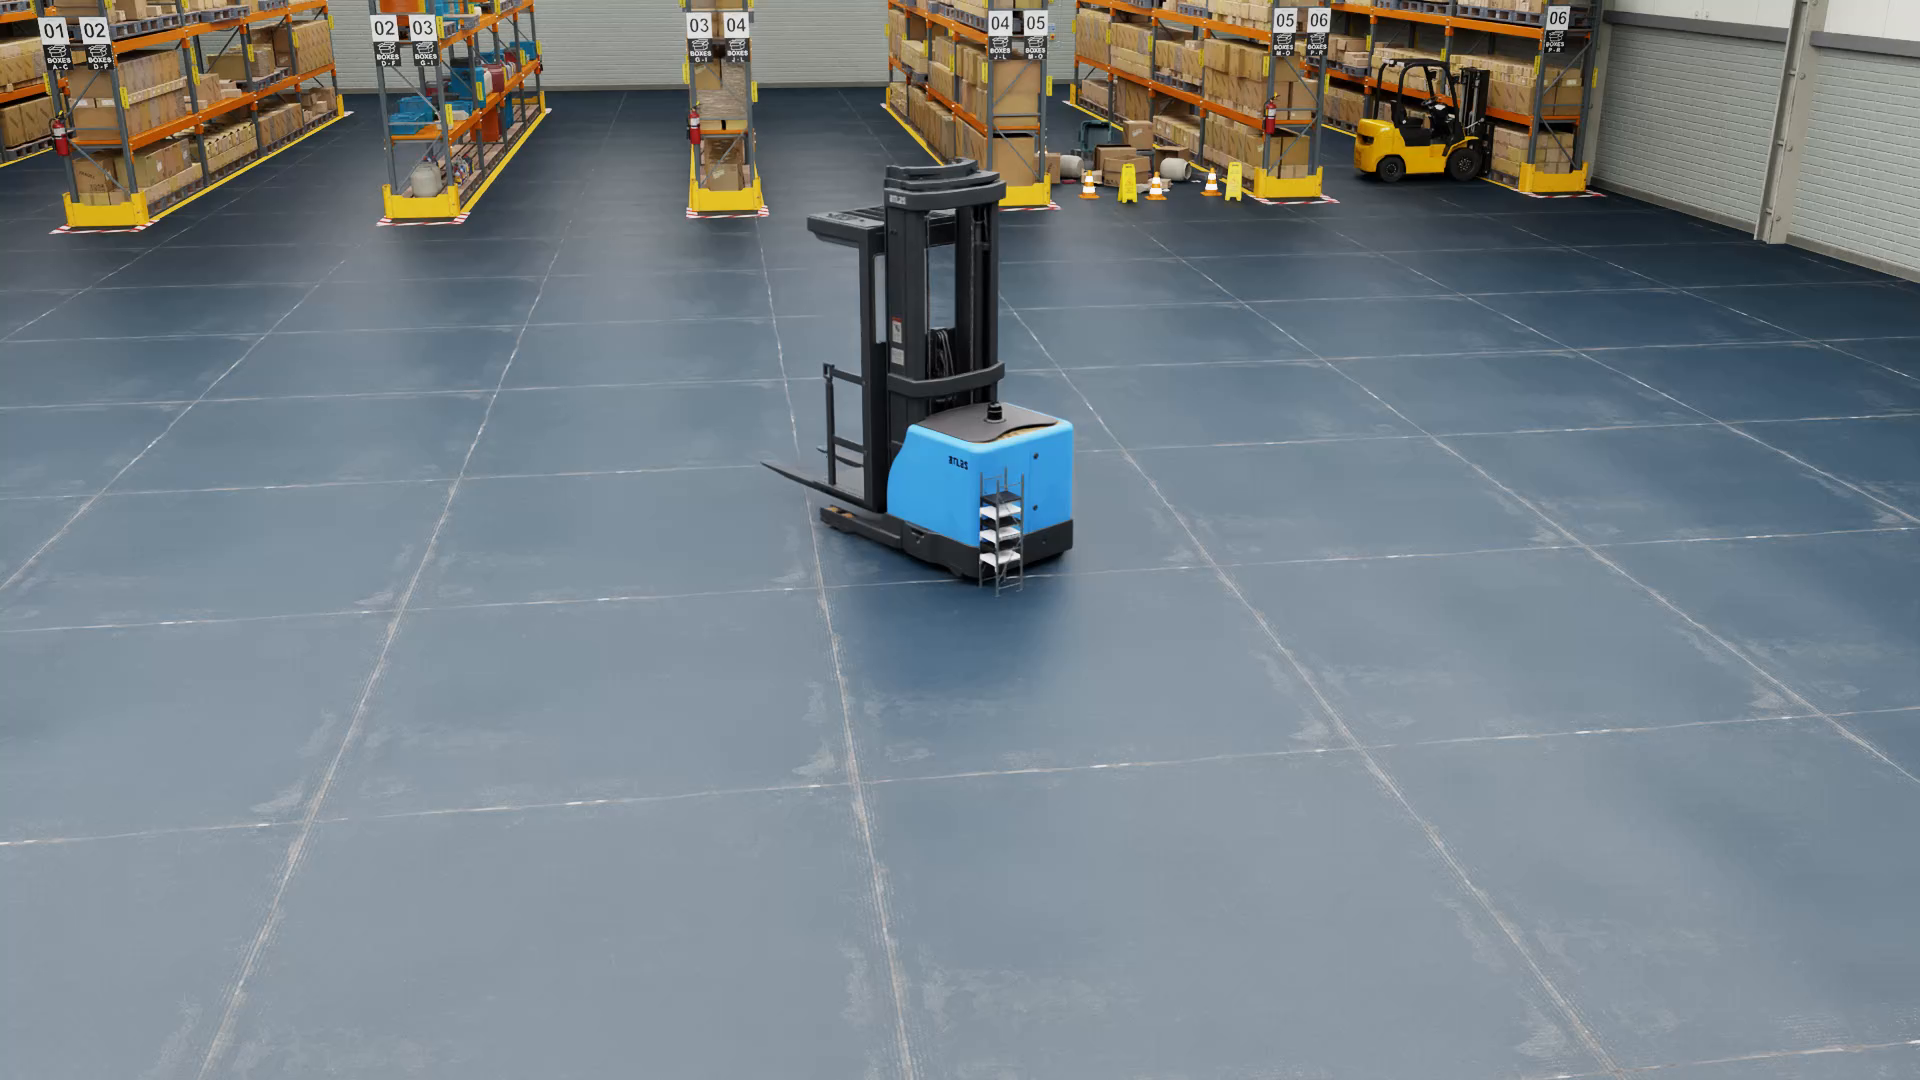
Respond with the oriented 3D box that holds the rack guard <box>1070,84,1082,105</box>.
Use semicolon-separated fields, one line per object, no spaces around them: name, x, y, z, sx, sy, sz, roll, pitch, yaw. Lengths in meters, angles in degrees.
rack guard;3.535;-11.899;44.361;1.175;0.500;0.348;-3;21;-8

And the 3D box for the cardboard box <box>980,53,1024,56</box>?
cardboard box;0.829;-8.330;29.476;0.875;0.550;0.550;-3;21;-8

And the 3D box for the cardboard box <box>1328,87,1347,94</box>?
cardboard box;9.031;-10.758;39.777;0.380;0.149;0.250;-3;21;-8

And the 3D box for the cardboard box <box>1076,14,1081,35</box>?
cardboard box;3.325;-13.396;43.225;0.500;0.500;0.500;-3;21;-9

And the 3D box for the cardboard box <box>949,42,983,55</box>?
cardboard box;0.158;-9.662;33.227;0.700;0.500;0.500;-3;21;-7

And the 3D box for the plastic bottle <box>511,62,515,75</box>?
plastic bottle;-10.138;-10.675;37.676;0.061;0.283;0.133;-3;21;-8

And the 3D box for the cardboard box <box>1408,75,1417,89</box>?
cardboard box;9.728;-9.597;34.838;0.500;0.250;0.500;-3;21;-7

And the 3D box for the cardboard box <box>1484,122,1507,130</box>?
cardboard box;10.153;-7.821;31.770;0.500;0.250;0.500;-3;21;-9

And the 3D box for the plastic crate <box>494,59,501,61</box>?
plastic crate;-11.142;-11.420;39.795;0.293;0.136;0.466;-3;21;-8

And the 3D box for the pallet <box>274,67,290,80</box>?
pallet;-15.488;-10.307;36.798;1.003;0.211;1.213;-3;21;-8

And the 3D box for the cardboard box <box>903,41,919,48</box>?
cardboard box;-1.121;-11.494;38.612;0.380;0.149;0.250;-2;21;-6

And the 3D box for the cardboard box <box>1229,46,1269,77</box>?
cardboard box;5.314;-8.690;30.197;0.700;0.500;0.500;-3;21;-8

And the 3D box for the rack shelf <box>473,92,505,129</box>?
rack shelf;-9.728;-8.513;32.750;1.077;0.370;4.000;-3;21;-8

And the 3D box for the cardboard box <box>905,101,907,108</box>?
cardboard box;-1.129;-10.486;40.053;0.380;0.149;0.250;-3;21;-7

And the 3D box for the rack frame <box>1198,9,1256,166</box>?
rack frame;5.268;-8.907;32.777;1.000;3.000;0.127;-3;21;-8

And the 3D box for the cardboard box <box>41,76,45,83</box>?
cardboard box;-19.919;-9.950;35.899;0.380;0.149;0.250;-3;21;-8

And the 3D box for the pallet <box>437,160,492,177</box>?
pallet;-9.592;-7.121;31.980;1.003;0.211;1.213;-3;21;-8

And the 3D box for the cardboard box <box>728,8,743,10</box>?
cardboard box;-3.842;-8.925;28.182;0.380;0.149;0.250;-2;21;-6

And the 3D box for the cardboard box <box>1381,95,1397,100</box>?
cardboard box;9.836;-10.069;37.935;0.380;0.149;0.250;-2;21;-5

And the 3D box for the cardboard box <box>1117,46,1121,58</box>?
cardboard box;4.002;-11.495;39.206;0.500;0.250;0.500;-3;21;-7

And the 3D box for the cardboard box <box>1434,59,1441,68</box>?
cardboard box;9.855;-9.705;33.843;0.380;0.149;0.250;-3;21;-9

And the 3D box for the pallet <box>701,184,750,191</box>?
pallet;-4.055;-6.025;29.047;1.003;0.211;1.213;-3;21;-8

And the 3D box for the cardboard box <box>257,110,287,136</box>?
cardboard box;-14.930;-9.036;36.067;0.500;0.500;0.500;-4;21;-10

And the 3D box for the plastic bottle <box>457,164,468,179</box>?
plastic bottle;-8.968;-6.644;29.983;0.152;0.276;0.135;-3;21;-7

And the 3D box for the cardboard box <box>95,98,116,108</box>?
cardboard box;-13.609;-7.021;26.658;0.380;0.149;0.250;-3;21;-8

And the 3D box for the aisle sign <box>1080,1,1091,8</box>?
aisle sign;3.241;-14.290;43.474;0.394;0.787;0.004;-3;21;-8

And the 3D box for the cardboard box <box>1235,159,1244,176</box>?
cardboard box;5.395;-6.877;30.671;0.500;0.250;0.500;-3;21;-8

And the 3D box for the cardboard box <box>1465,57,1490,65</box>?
cardboard box;10.104;-9.350;32.467;0.380;0.149;0.250;-3;21;-9

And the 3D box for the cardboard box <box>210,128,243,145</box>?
cardboard box;-14.448;-7.942;32.720;0.500;0.311;0.500;-3;21;-8

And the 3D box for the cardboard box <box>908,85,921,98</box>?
cardboard box;-0.924;-10.500;38.943;0.500;0.250;0.500;-4;21;-10

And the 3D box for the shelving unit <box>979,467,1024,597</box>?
shelving unit;0.302;-0.057;12.081;0.258;0.900;0.210;-14;25;-32

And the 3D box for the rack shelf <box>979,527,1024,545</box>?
rack shelf;0.302;-0.026;12.093;0.258;0.077;0.200;-14;25;-32

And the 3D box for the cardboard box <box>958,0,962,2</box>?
cardboard box;0.252;-9.982;30.414;0.500;0.250;0.500;-3;21;-8

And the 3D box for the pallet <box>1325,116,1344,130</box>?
pallet;9.360;-9.919;39.472;1.003;0.211;1.213;-3;21;-8

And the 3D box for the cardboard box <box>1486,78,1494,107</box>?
cardboard box;10.202;-8.509;31.568;0.500;0.500;0.500;-3;21;-7

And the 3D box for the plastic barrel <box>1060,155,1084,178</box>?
plastic barrel;2.065;-7.100;31.621;0.512;0.421;0.421;12;24;30

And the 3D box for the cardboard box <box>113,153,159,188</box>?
cardboard box;-13.697;-6.154;27.663;0.500;0.500;0.500;-3;21;-8

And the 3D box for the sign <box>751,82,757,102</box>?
sign;-3.425;-7.455;27.653;0.100;0.325;0.005;-3;21;-8

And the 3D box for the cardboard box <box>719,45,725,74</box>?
cardboard box;-4.202;-8.920;30.814;0.500;0.500;0.500;-3;21;-8

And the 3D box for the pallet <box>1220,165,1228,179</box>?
pallet;5.579;-6.947;31.514;1.003;0.211;1.213;-3;21;-8

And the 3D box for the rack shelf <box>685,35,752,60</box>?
rack shelf;-4.250;-8.783;29.186;1.077;0.370;4.000;-3;21;-8

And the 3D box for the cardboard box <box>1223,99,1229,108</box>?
cardboard box;5.171;-8.221;31.298;0.380;0.149;0.250;-3;21;-7

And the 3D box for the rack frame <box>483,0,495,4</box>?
rack frame;-10.017;-12.353;33.428;1.000;3.000;0.127;-3;21;-8

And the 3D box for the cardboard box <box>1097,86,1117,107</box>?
cardboard box;4.001;-11.206;41.994;0.875;0.438;0.875;-4;21;-9

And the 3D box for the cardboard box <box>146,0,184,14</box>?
cardboard box;-14.421;-9.654;30.105;0.500;0.250;0.500;-1;20;-2

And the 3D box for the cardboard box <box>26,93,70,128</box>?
cardboard box;-20.174;-9.399;36.566;0.750;0.750;0.750;-3;21;-7

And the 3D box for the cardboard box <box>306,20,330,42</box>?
cardboard box;-15.736;-12.439;40.661;0.500;0.500;0.500;-3;21;-8

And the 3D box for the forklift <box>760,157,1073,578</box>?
forklift;-0.482;-1.529;13.121;1.130;2.935;3.031;-17;27;-39

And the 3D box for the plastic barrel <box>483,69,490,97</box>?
plastic barrel;-9.596;-9.103;33.143;0.421;0.512;0.421;0;20;0

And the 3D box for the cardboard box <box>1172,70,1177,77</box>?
cardboard box;4.687;-9.877;35.132;0.380;0.149;0.250;-2;21;-5

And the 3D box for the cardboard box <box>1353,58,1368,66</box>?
cardboard box;9.128;-10.831;37.686;0.380;0.149;0.250;-3;21;-7

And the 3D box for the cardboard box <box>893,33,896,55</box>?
cardboard box;-1.394;-12.440;41.667;0.500;0.500;0.500;-3;21;-7

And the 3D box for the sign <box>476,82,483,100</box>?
sign;-8.894;-8.311;30.785;0.100;0.325;0.005;-3;21;-8

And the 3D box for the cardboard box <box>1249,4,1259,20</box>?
cardboard box;5.446;-9.335;29.425;0.500;0.250;0.500;-3;21;-8

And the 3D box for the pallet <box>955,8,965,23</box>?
pallet;0.492;-9.702;30.746;1.003;0.211;1.213;-3;21;-8
